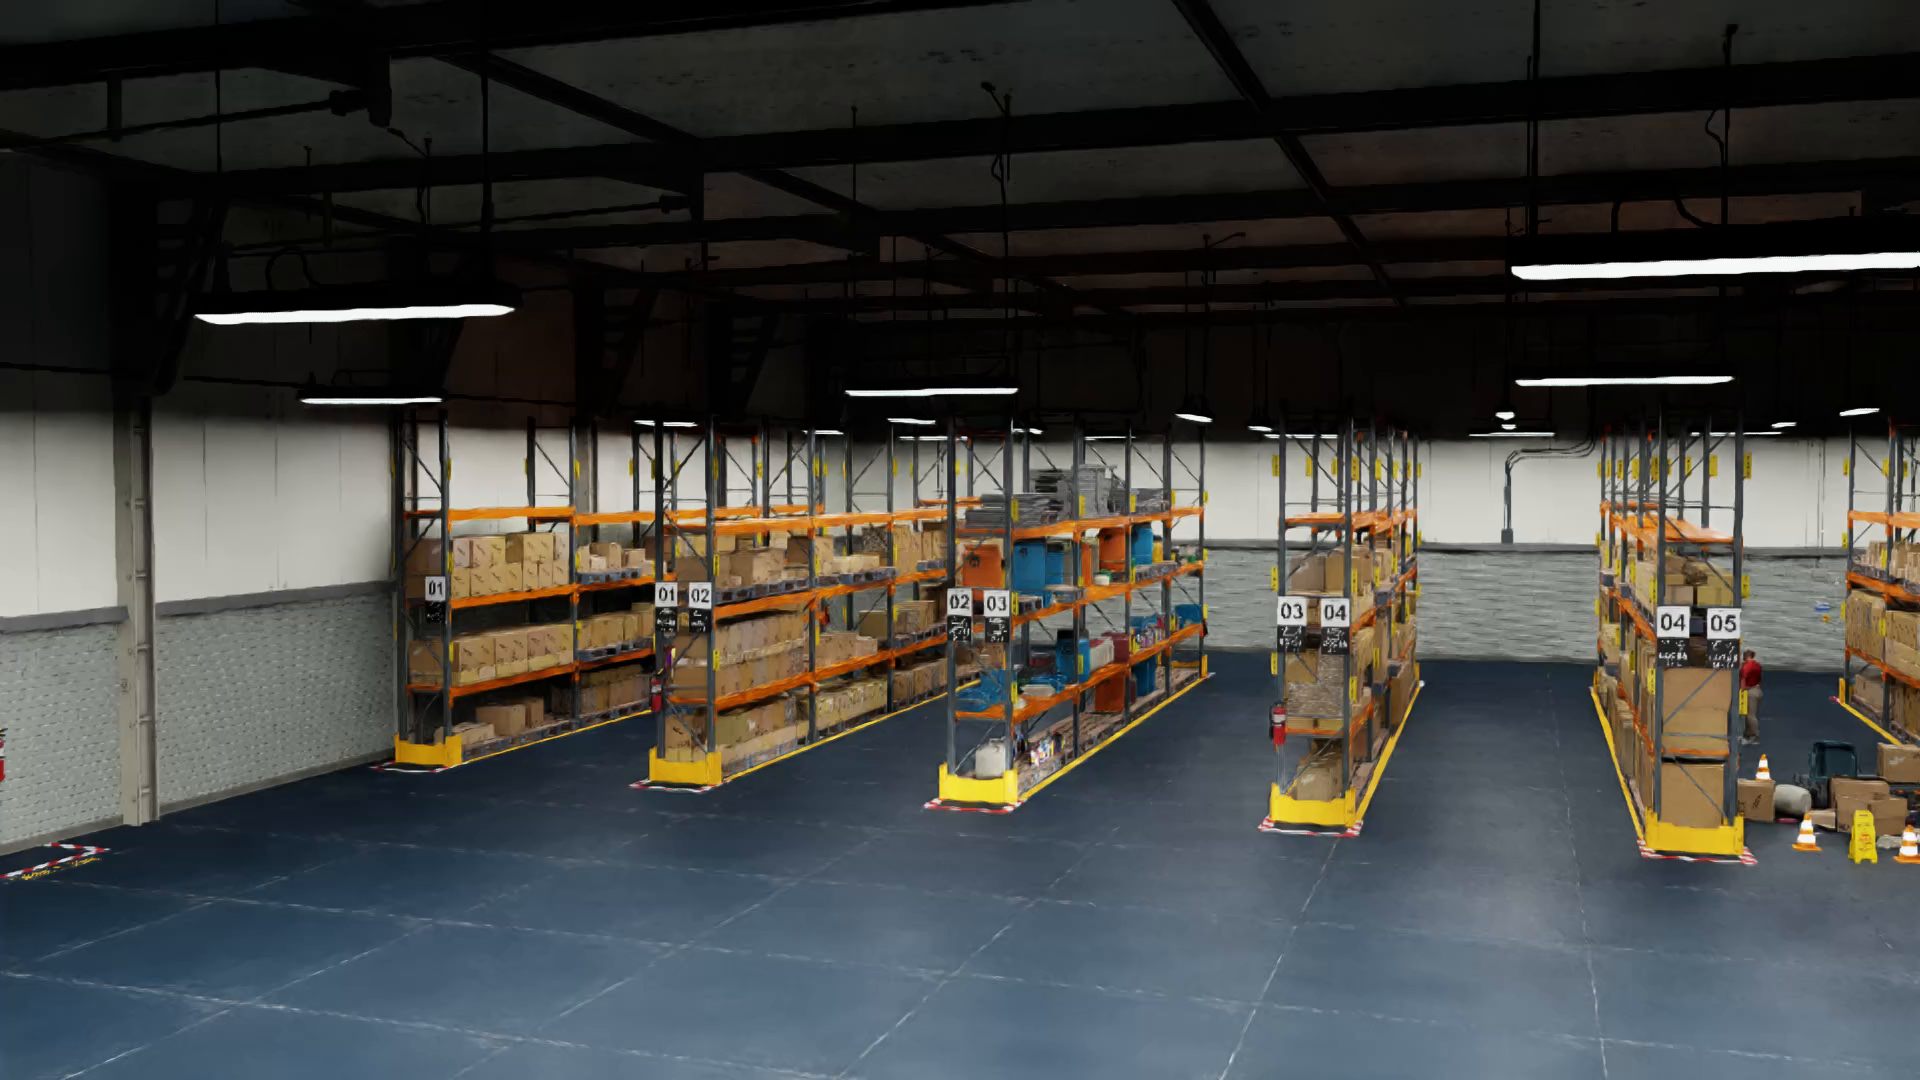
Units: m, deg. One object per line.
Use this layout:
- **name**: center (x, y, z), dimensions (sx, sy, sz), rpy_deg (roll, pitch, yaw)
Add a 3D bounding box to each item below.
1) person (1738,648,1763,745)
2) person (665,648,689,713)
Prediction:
- **person**: center (14.322, 2.828, 30.247), dimensions (0.654, 1.723, 0.586), rpy_deg (-2, 3, -40)
- **person**: center (-5.558, 2.722, 33.046), dimensions (0.569, 1.709, 1.034), rpy_deg (0, 2, 10)
